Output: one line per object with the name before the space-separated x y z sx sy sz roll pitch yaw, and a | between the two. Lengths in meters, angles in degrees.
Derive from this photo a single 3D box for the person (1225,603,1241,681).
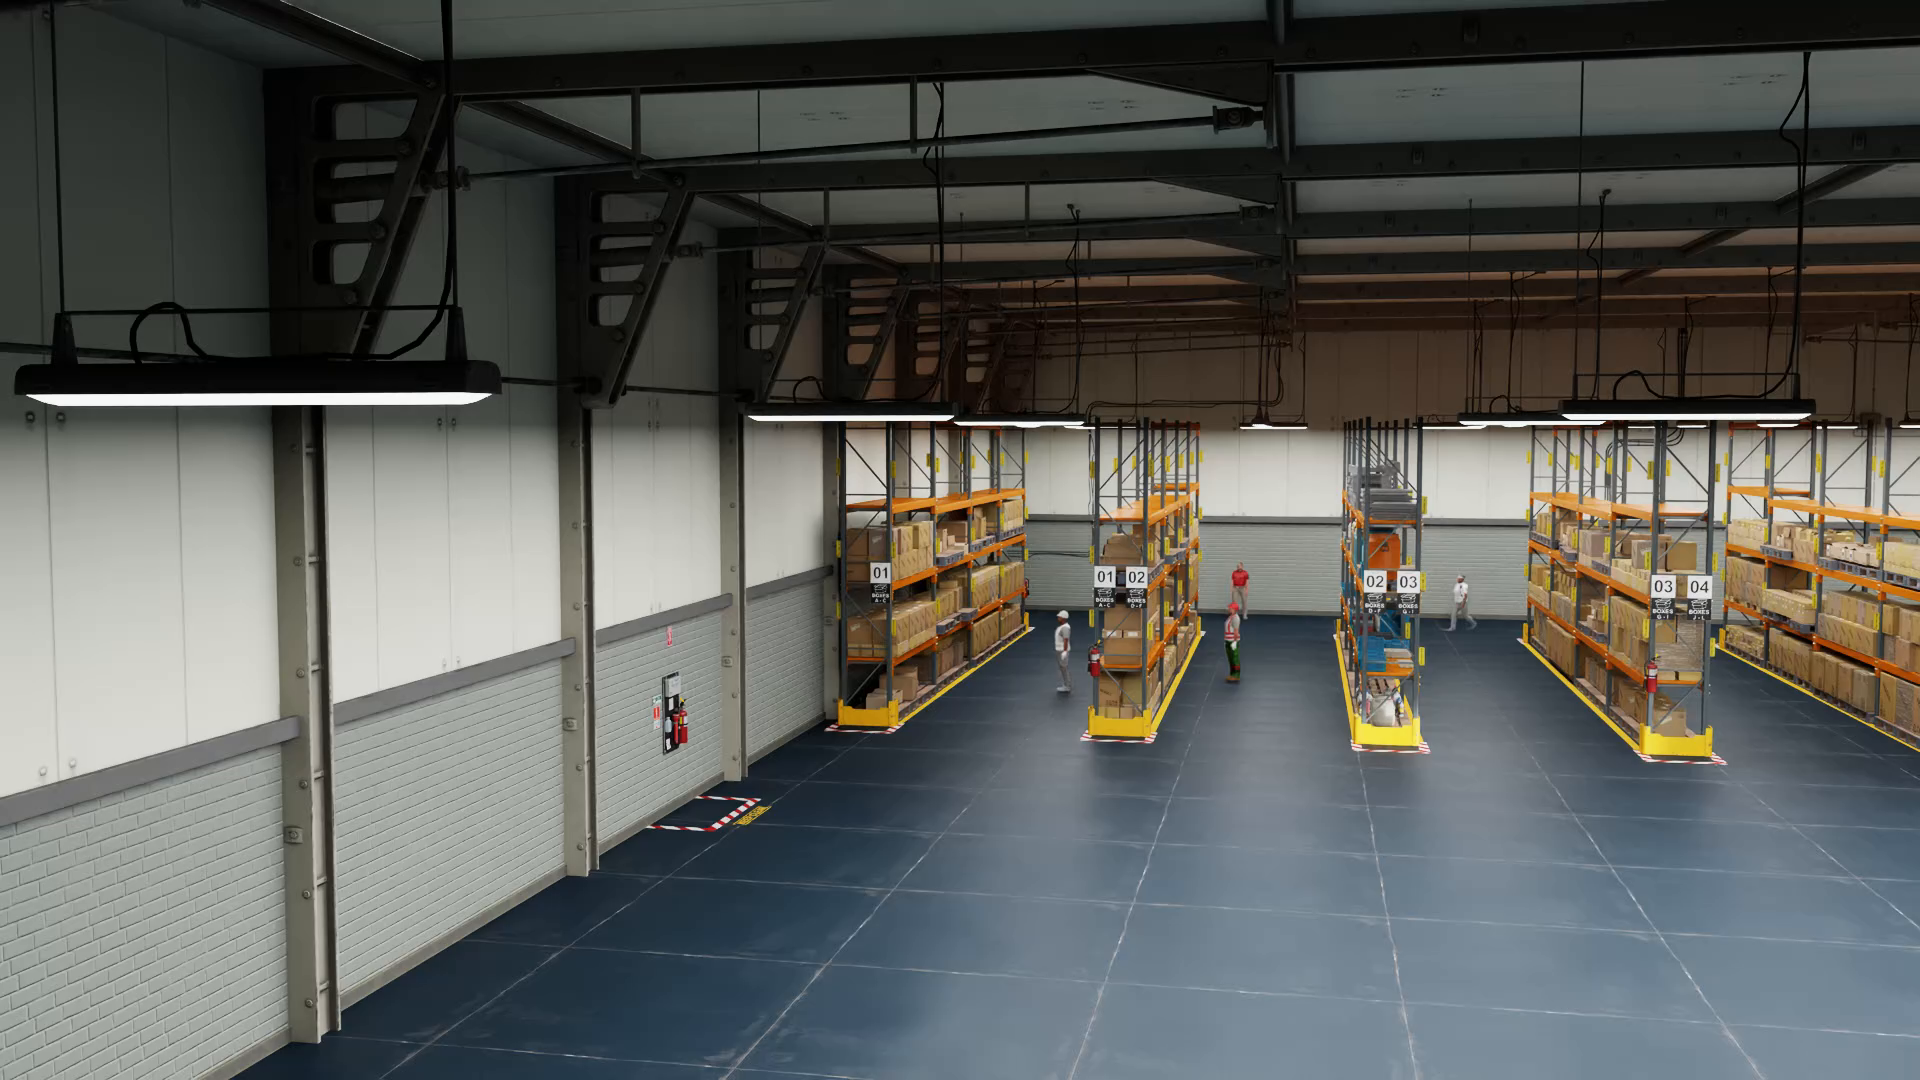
person | 6.268 2.336 38.292 0.358 1.796 0.608 -1 4 -19

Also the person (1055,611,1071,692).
person | 2.274 2.451 36.662 0.360 1.794 0.683 0 4 1

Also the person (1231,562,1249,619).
person | 8.583 1.549 51.001 0.556 1.739 0.446 1 4 12

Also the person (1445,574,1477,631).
person | 14.380 1.792 47.706 0.921 1.656 0.465 -2 4 -23
